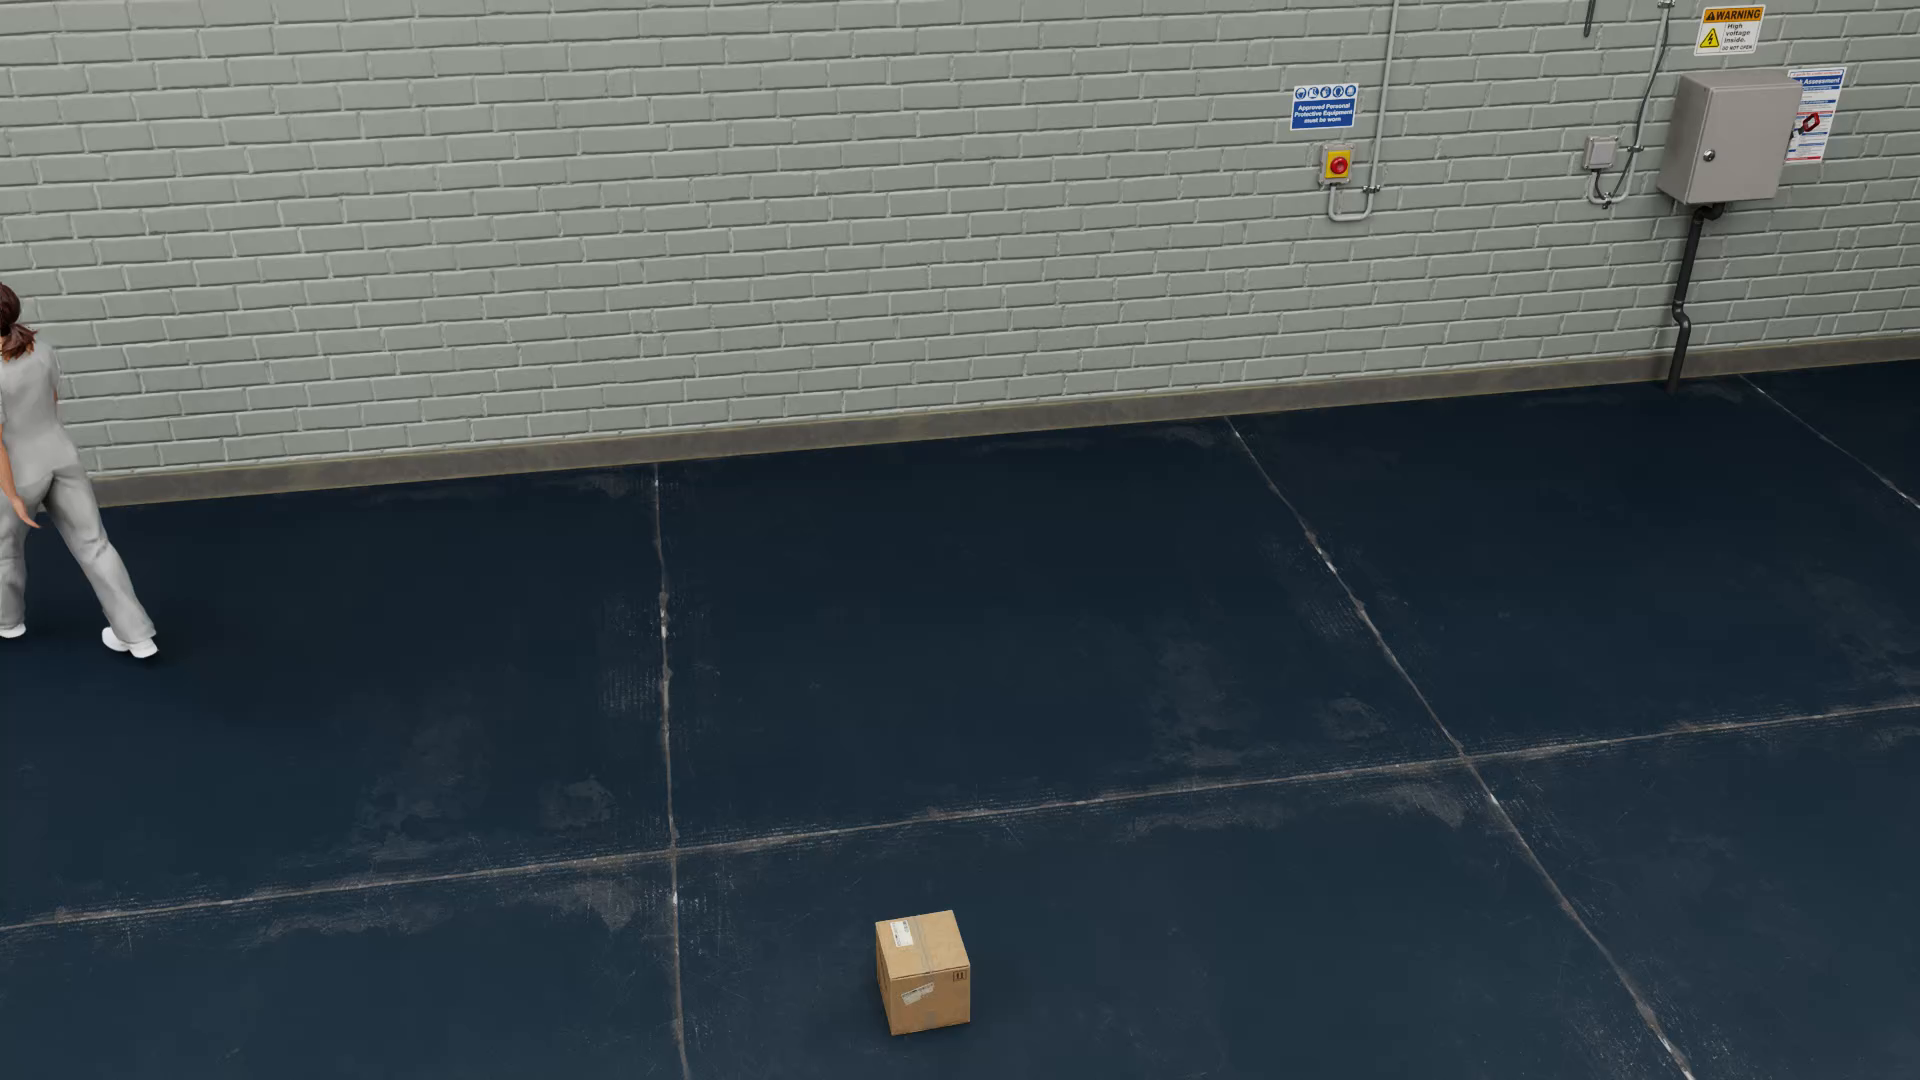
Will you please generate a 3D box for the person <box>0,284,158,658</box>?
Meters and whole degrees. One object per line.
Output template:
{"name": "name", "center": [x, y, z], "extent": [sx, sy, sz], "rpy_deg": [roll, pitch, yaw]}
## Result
{"name": "person", "center": [-3.752, -0.297, 6.616], "extent": [0.937, 1.620, 0.446], "rpy_deg": [15, 34, 24]}
